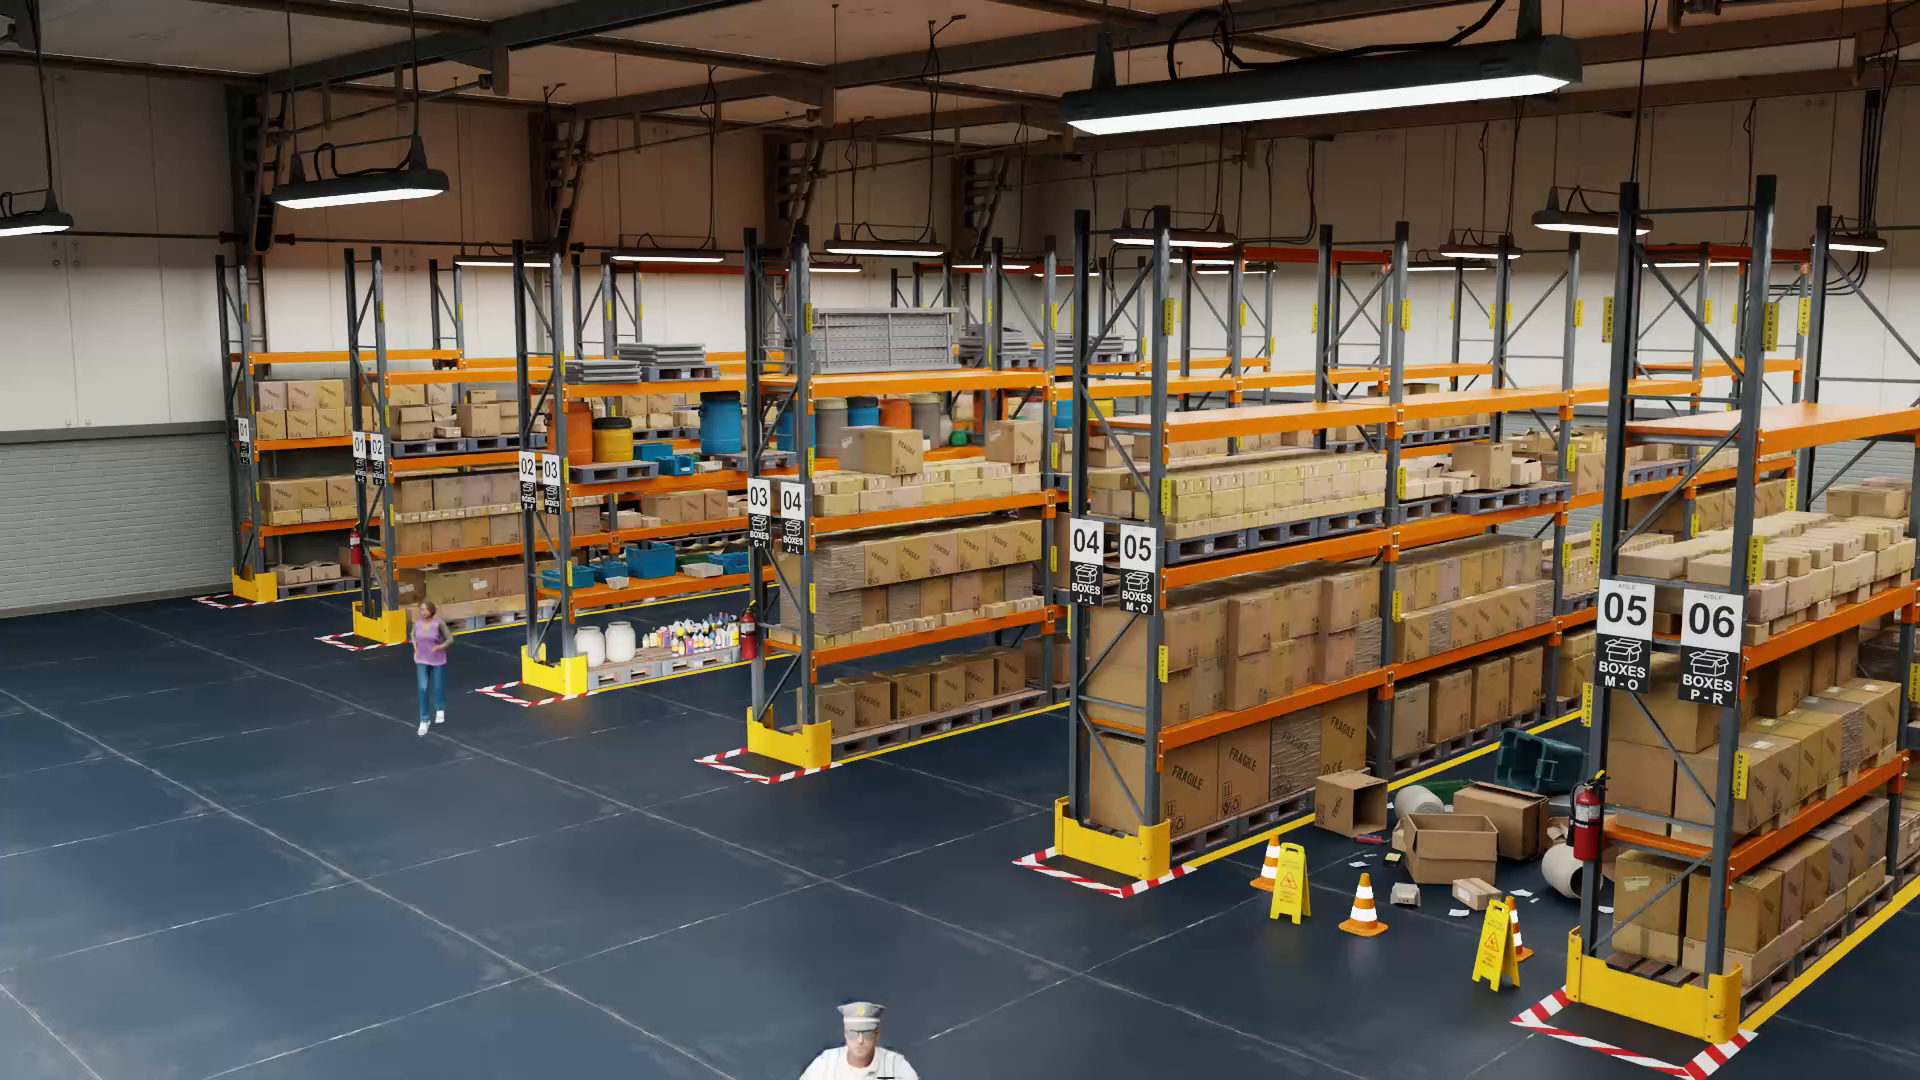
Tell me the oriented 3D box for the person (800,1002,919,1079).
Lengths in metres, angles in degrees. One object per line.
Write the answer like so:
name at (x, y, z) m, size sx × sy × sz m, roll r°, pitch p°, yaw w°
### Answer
person at (-0.493, 3.127, 8.304) m, size 0.674 × 1.752 × 0.921 m, roll 0°, pitch 8°, yaw -1°

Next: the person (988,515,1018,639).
person at (0.667, 0.536, 24.785) m, size 0.625 × 1.834 × 0.736 m, roll 4°, pitch 9°, yaw 27°

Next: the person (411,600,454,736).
person at (-6.410, 1.522, 20.226) m, size 0.530 × 1.639 × 0.724 m, roll -1°, pitch 8°, yaw -8°
